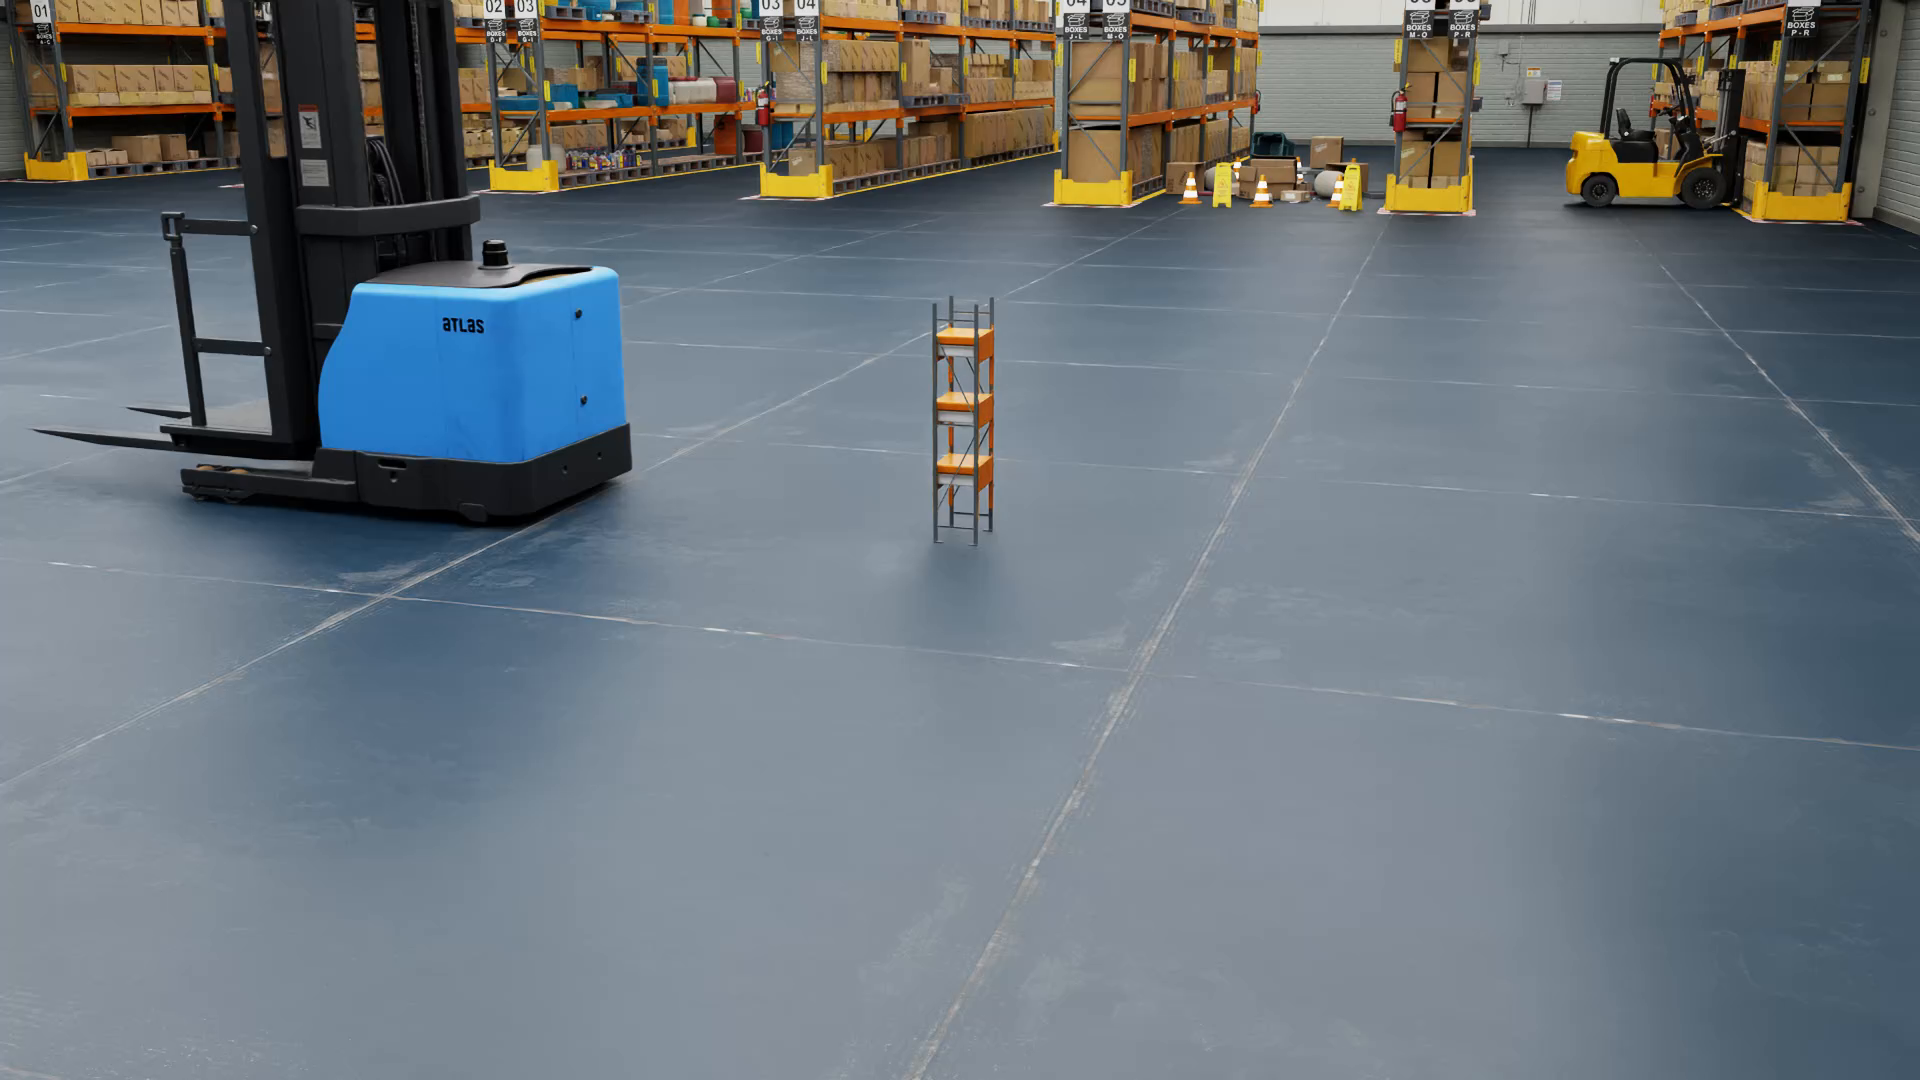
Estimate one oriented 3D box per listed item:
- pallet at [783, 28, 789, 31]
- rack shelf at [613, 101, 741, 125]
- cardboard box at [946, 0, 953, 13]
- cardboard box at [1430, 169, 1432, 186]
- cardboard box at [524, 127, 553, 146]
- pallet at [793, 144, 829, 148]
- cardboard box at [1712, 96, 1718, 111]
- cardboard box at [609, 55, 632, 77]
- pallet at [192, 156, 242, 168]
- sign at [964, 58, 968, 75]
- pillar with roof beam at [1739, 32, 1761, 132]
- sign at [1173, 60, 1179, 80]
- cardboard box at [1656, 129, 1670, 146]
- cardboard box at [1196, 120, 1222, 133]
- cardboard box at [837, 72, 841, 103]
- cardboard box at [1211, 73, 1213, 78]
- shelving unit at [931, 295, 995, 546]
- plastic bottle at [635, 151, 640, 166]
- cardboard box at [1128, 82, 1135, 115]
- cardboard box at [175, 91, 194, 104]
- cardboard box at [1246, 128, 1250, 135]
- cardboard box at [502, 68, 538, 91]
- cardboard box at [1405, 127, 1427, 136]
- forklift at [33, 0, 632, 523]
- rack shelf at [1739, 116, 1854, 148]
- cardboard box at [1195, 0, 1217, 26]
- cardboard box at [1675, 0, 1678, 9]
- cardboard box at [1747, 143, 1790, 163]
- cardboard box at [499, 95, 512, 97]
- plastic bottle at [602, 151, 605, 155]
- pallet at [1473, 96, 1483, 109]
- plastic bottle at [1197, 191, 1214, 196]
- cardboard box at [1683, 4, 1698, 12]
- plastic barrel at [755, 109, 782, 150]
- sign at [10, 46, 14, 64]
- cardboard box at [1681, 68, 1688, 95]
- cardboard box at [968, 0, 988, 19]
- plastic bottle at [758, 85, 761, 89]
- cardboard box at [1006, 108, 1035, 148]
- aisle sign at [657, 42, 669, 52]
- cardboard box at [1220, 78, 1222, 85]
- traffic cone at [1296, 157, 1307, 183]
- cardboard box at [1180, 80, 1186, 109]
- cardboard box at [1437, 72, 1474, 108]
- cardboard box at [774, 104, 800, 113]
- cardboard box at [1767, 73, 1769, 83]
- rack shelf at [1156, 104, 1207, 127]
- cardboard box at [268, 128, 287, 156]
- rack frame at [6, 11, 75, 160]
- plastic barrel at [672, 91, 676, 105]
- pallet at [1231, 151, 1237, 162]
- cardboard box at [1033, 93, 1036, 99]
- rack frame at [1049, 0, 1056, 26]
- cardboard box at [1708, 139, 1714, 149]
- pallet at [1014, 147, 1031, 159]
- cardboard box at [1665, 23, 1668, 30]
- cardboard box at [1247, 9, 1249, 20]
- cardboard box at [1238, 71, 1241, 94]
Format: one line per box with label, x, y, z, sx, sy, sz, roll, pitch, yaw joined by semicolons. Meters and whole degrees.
pallet;-4.466;-11.399;36.870;1.003;0.211;1.213;5;16;16
rack shelf;-5.723;-8.641;33.614;1.077;0.370;4.000;5;16;16
cardboard box;-0.437;-10.578;32.531;0.500;0.500;0.500;5;16;16
cardboard box;7.243;-5.777;26.470;0.500;0.250;0.500;4;16;15
cardboard box;-9.499;-9.001;37.342;0.500;0.500;0.500;5;17;18
pallet;-3.846;-9.410;40.120;1.003;0.211;1.213;5;16;16
cardboard box;13.059;-7.402;28.204;0.500;0.250;0.500;5;17;18
cardboard box;-8.362;-11.572;40.616;0.500;0.500;0.500;5;17;17
pallet;-15.570;-8.094;35.479;1.003;0.211;1.213;5;16;16
sign;0.117;-9.605;33.720;0.100;0.325;0.005;5;16;16
pillar with roof beam;11.927;-12.352;34.388;9.100;9.000;0.400;5;16;16
sign;3.717;-8.080;28.589;0.100;0.325;0.005;5;16;16
cardboard box;15.584;-8.693;36.291;0.700;0.500;0.500;5;17;18
cardboard box;5.193;-8.634;34.711;0.500;0.250;0.500;4;16;13
cardboard box;-2.470;-7.506;27.567;0.875;0.500;0.500;5;16;16
cardboard box;4.937;-9.463;33.795;0.380;0.149;0.250;5;17;18
shelving unit;0.015;-0.519;7.235;0.215;1.050;0.252;5;16;16
plastic bottle;-6.112;-7.217;31.448;0.061;0.283;0.133;5;17;19
cardboard box;2.245;-6.940;26.026;0.875;0.550;0.550;5;16;16
cardboard box;-15.783;-8.892;33.421;0.500;0.250;0.500;5;17;16
cardboard box;6.609;-9.628;39.140;0.380;0.149;0.250;4;16;15
cardboard box;-9.832;-10.319;37.259;0.700;0.500;0.500;-1;16;-3
cardboard box;7.221;-6.496;26.442;0.380;0.149;0.250;6;17;19
forklift;-3.212;-1.712;7.993;3.031;2.935;1.130;5;17;19
rack shelf;12.151;-6.058;24.508;1.077;0.370;4.000;5;16;16
cardboard box;4.738;-10.335;32.589;0.500;0.500;0.500;5;16;16
cardboard box;15.193;-11.191;34.603;0.500;0.250;0.500;5;17;17
cardboard box;11.553;-5.519;23.729;0.500;0.250;0.500;5;17;17
cardboard box;-9.893;-9.518;35.848;0.380;0.149;0.250;5;16;16
plastic bottle;-6.766;-7.224;31.474;0.061;0.283;0.133;5;16;16
pallet;8.995;-8.070;30.637;1.213;0.211;1.003;5;16;16
plastic bottle;4.037;-5.673;27.219;0.283;0.061;0.133;-1;16;-3
cardboard box;14.287;-10.347;32.321;0.380;0.149;0.250;5;17;17
plastic barrel;-4.390;-9.423;38.129;0.600;0.901;0.708;5;16;16
sign;-17.453;-8.943;30.660;0.100;0.325;0.005;5;16;16
cardboard box;14.270;-8.820;31.976;0.700;0.500;0.500;5;16;16
cardboard box;0.154;-11.357;35.416;0.797;0.503;0.637;4;16;15
plastic bottle;-4.462;-9.955;37.021;0.144;0.351;0.185;5;16;16
cardboard box;1.251;-9.754;39.346;0.875;0.875;0.875;5;16;16
aisle sign;-7.891;-13.279;43.886;0.394;0.787;0.004;5;16;16
cardboard box;5.313;-9.661;35.038;0.380;0.149;0.250;4;16;14
traffic cone;6.093;-6.677;30.022;0.336;0.463;0.334;5;16;16
cardboard box;3.734;-7.965;29.732;0.500;0.500;0.500;5;17;16
cardboard box;7.223;-6.558;24.225;0.500;0.500;0.500;4;16;15
cardboard box;-2.796;-7.003;26.981;0.380;0.149;0.250;5;16;16
cardboard box;11.670;-6.549;23.551;0.380;0.149;0.250;5;16;15
rack shelf;3.753;-7.846;30.811;1.077;0.370;4.000;5;16;16
cardboard box;-12.309;-7.206;30.131;0.500;0.500;0.500;5;16;16
rack frame;-16.927;-8.185;30.691;1.000;3.000;0.127;5;16;16
plastic barrel;-5.768;-8.731;32.869;0.301;0.262;0.301;0;16;0
pallet;5.615;-8.598;37.257;1.003;0.211;1.213;5;16;16
cardboard box;1.575;-10.511;39.351;0.380;0.149;0.250;4;16;14
rack frame;1.868;-14.105;40.567;1.000;3.000;0.127;5;16;16
cardboard box;13.296;-6.523;28.413;0.875;0.625;0.625;4;16;14
pallet;1.022;-9.024;38.757;1.003;0.211;1.213;5;16;16
cardboard box;15.507;-11.130;36.035;0.380;0.149;0.250;5;17;17
cardboard box;6.261;-11.880;37.579;0.500;0.250;0.500;4;16;13
cardboard box;5.974;-10.193;37.039;0.500;0.500;0.500;5;16;16
